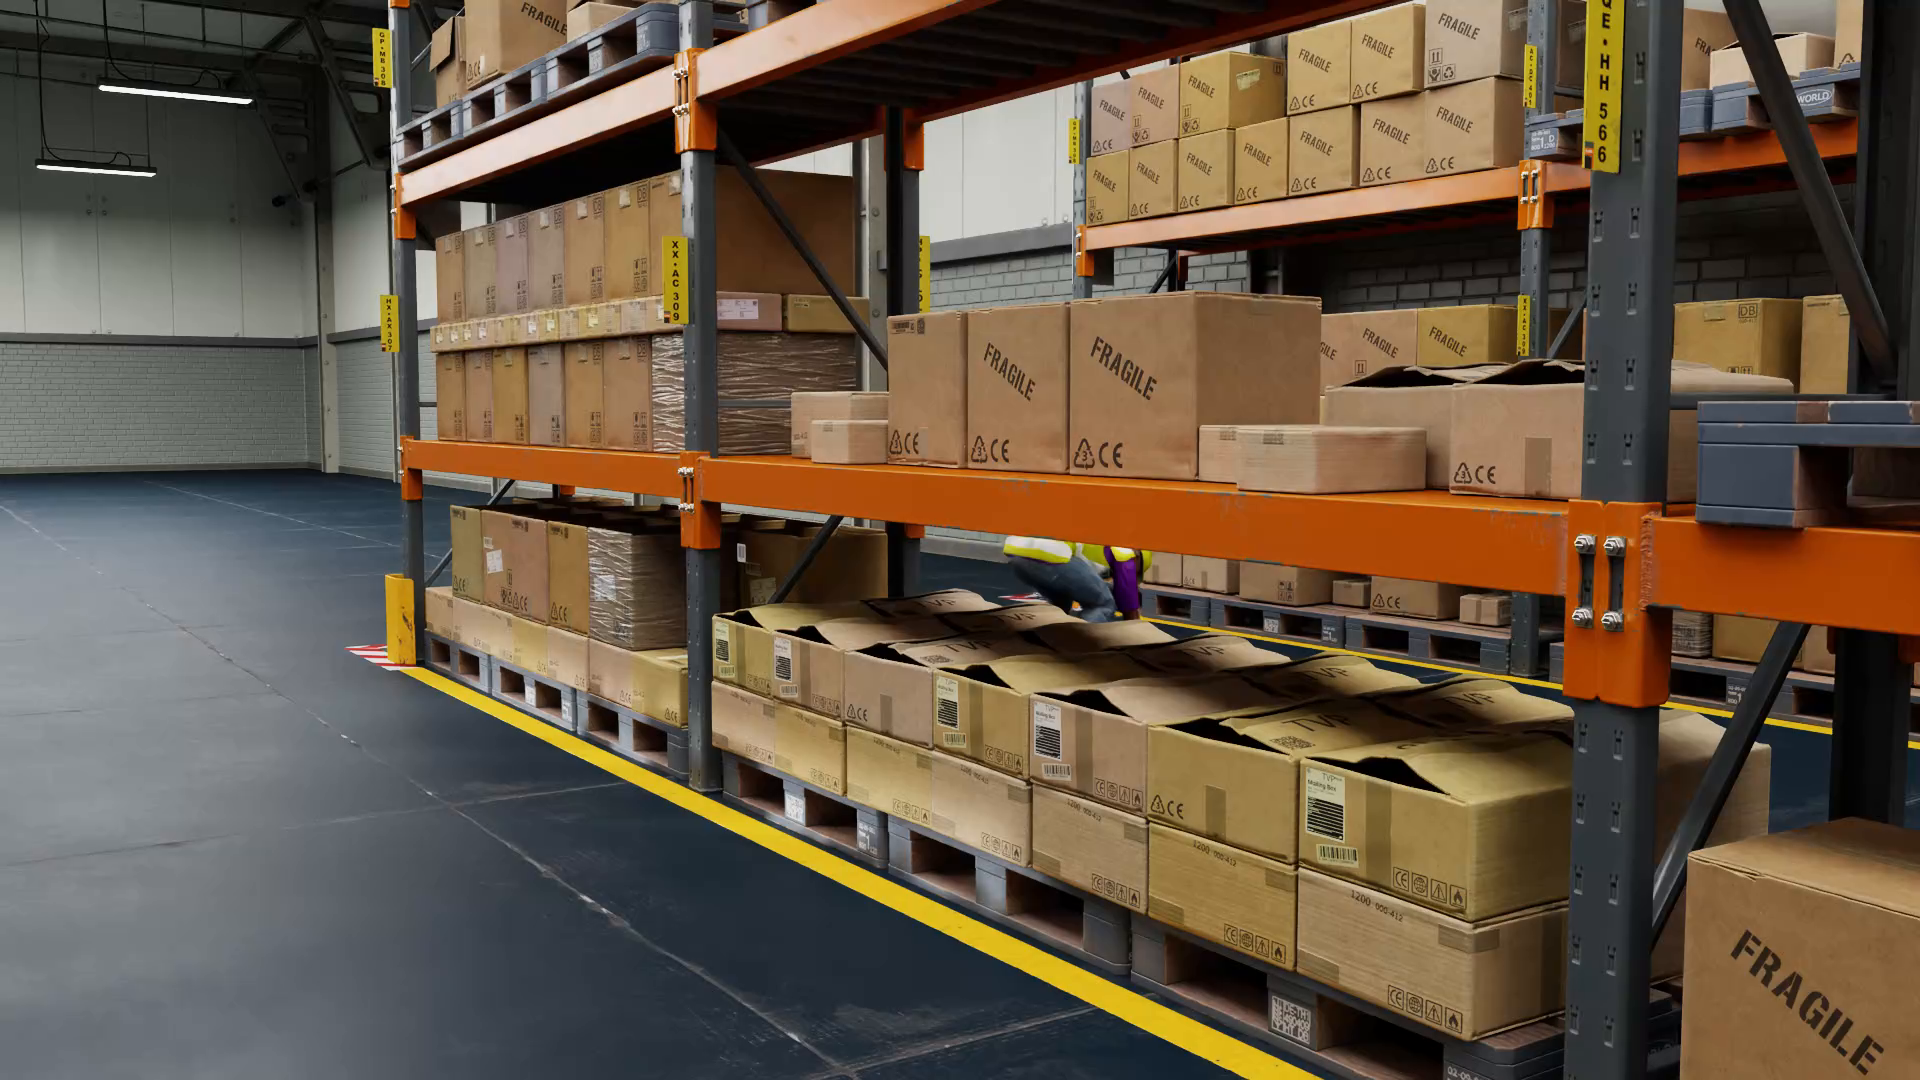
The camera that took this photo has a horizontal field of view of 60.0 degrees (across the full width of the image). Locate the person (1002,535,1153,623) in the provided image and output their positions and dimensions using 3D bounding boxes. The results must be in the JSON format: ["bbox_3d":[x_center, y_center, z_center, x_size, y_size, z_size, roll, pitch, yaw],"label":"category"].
[{"bbox_3d":[0.689,0.303,9.254,0.976,0.915,0.509,-3,6,-36],"label":"person"}]
